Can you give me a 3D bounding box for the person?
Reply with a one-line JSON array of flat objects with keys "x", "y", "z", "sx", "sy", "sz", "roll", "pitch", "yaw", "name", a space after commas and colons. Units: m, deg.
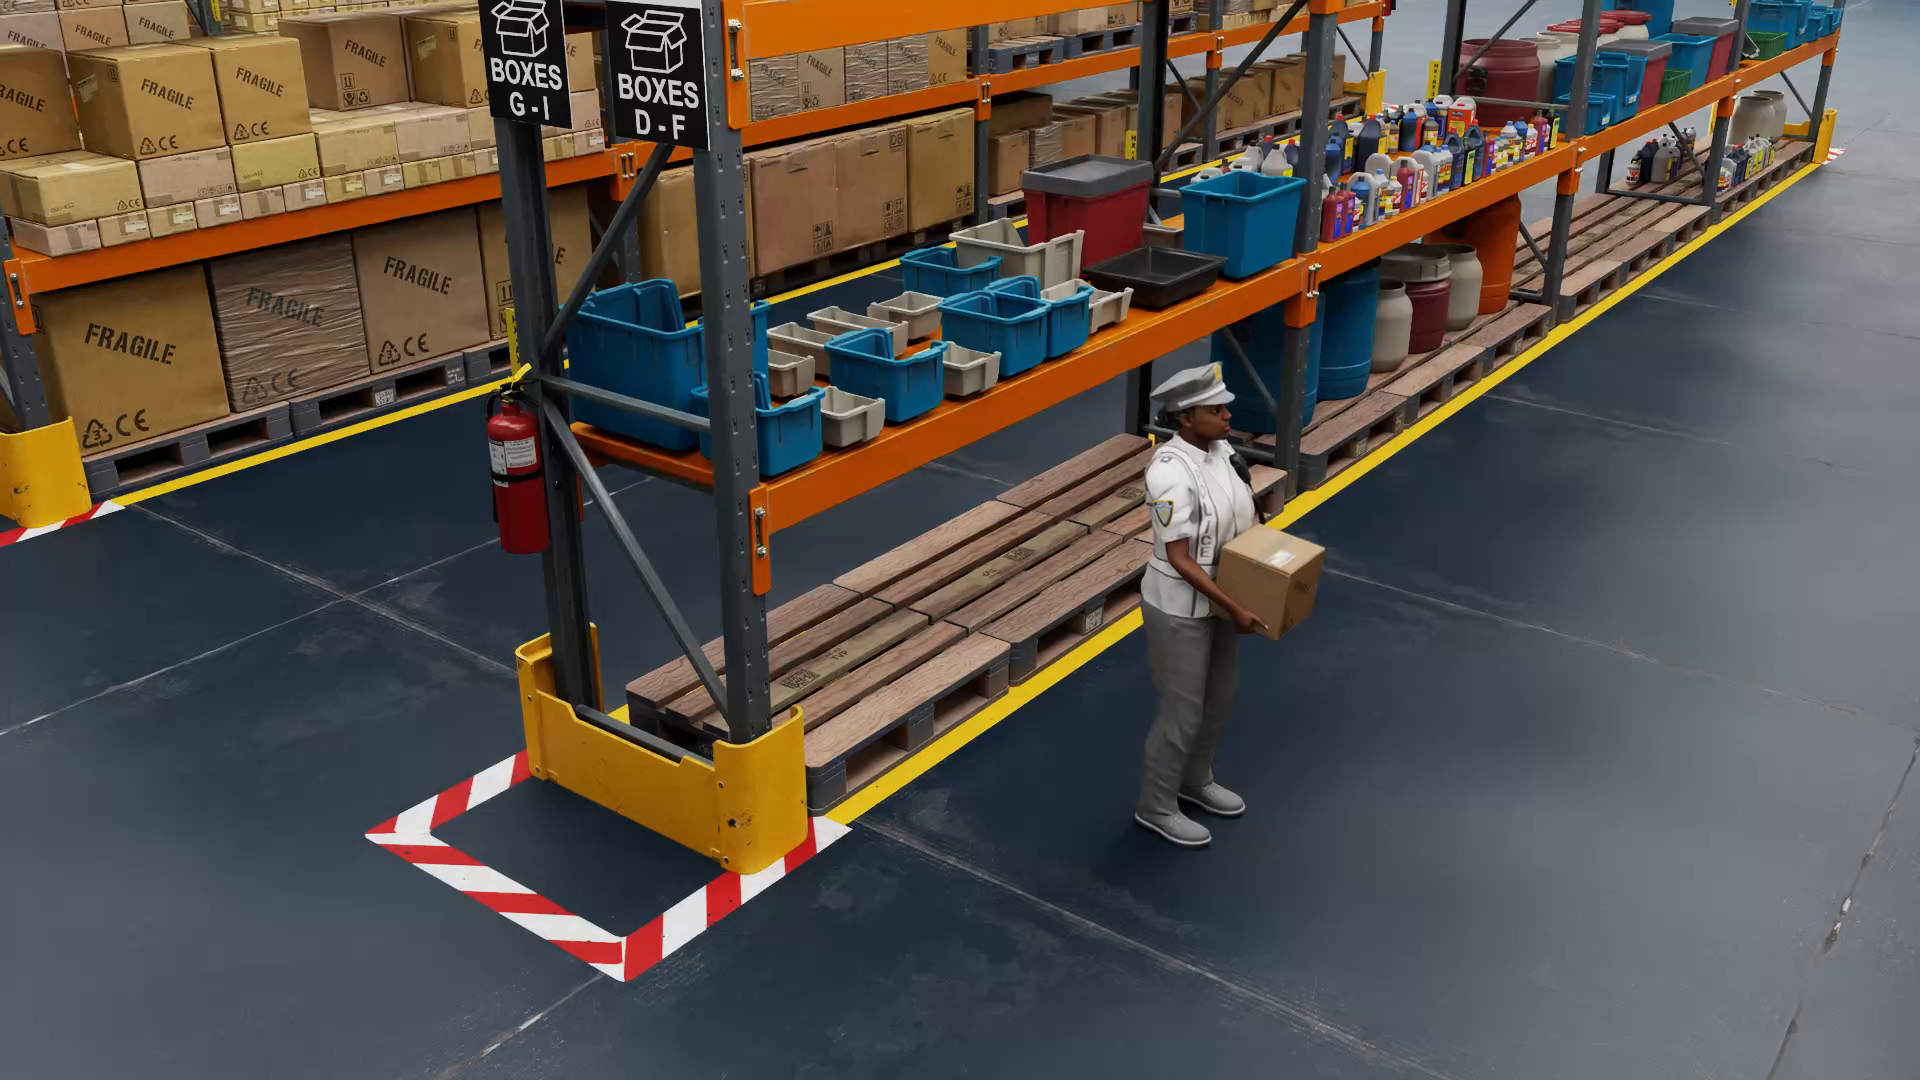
[{"x": 0.857, "y": 0.231, "z": 5.613, "sx": 0.540, "sy": 1.683, "sz": 0.450, "roll": 17, "pitch": 29, "yaw": 34, "name": "person"}]
